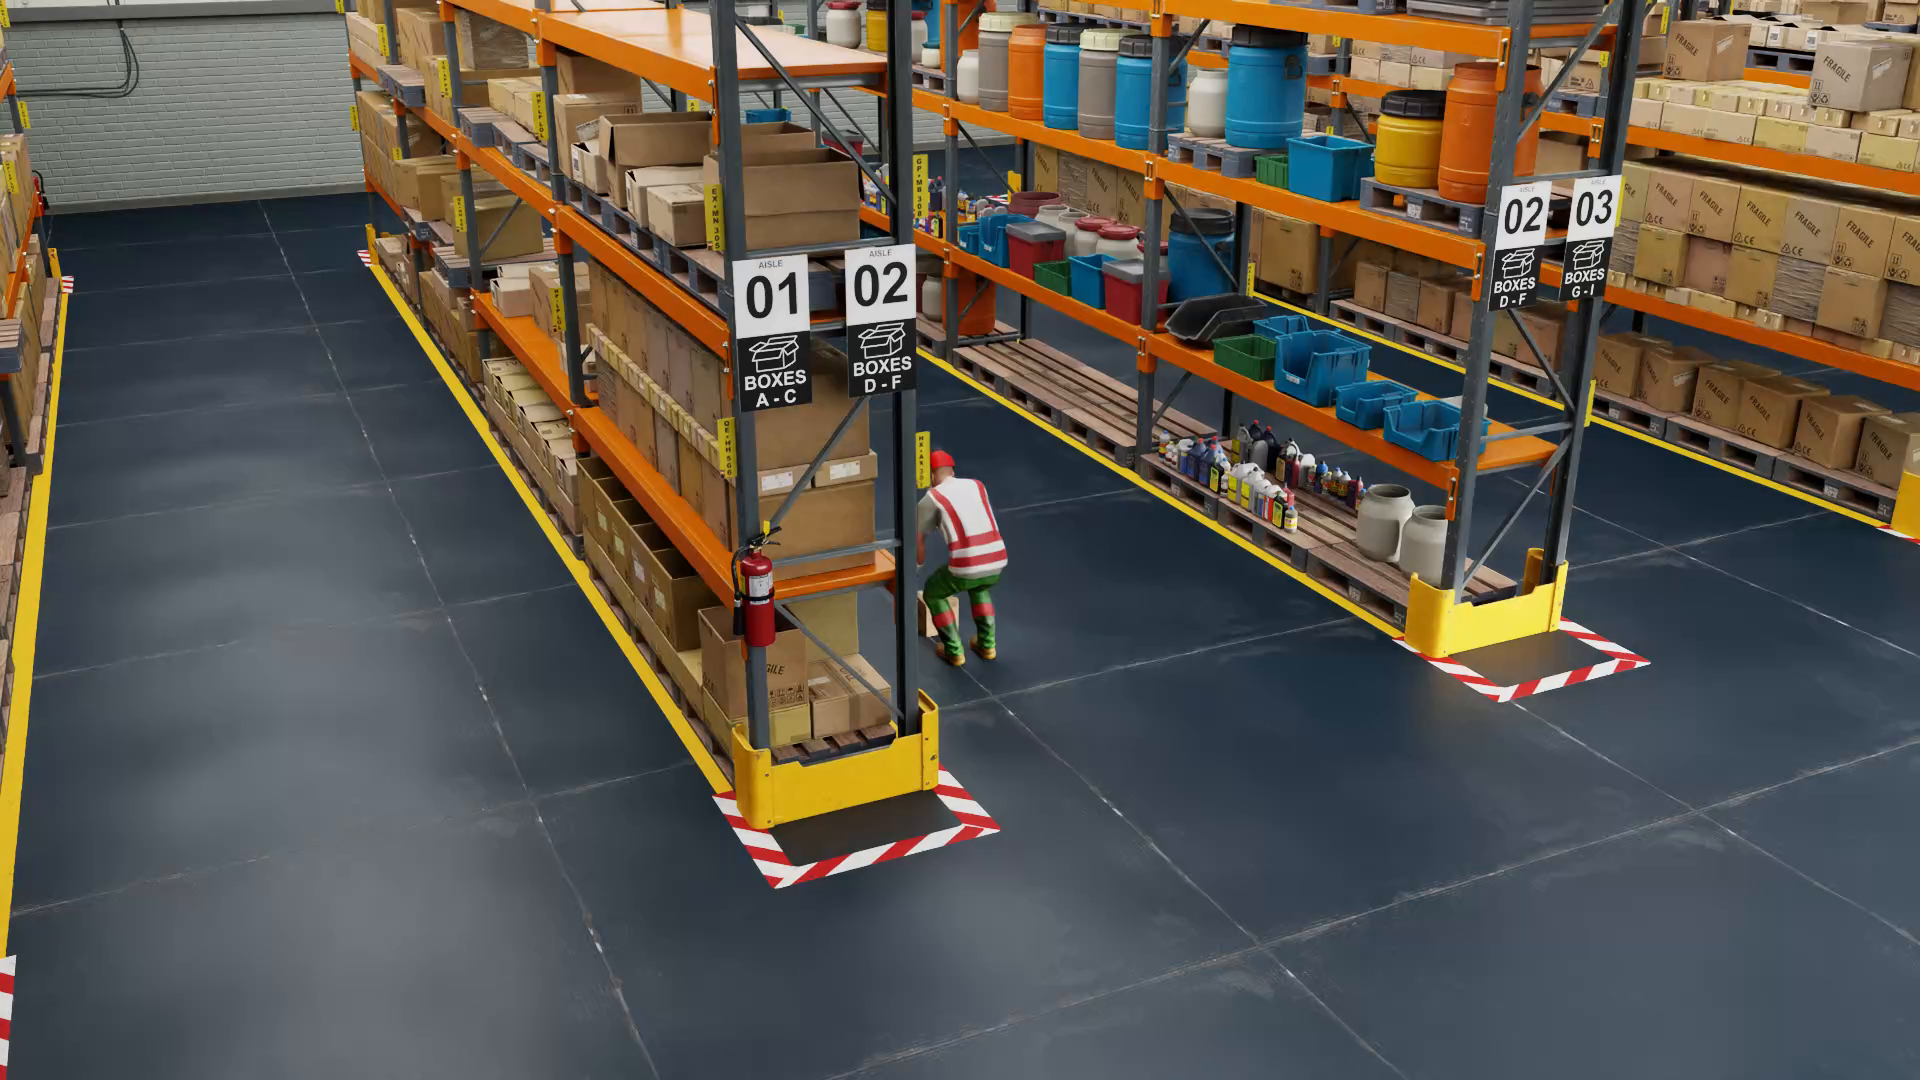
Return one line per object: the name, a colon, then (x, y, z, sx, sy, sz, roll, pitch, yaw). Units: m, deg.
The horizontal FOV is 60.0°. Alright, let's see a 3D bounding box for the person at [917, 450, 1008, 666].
person: (-0.024, 0.131, 11.219, 0.584, 1.381, 0.782, -10, 24, -24)
